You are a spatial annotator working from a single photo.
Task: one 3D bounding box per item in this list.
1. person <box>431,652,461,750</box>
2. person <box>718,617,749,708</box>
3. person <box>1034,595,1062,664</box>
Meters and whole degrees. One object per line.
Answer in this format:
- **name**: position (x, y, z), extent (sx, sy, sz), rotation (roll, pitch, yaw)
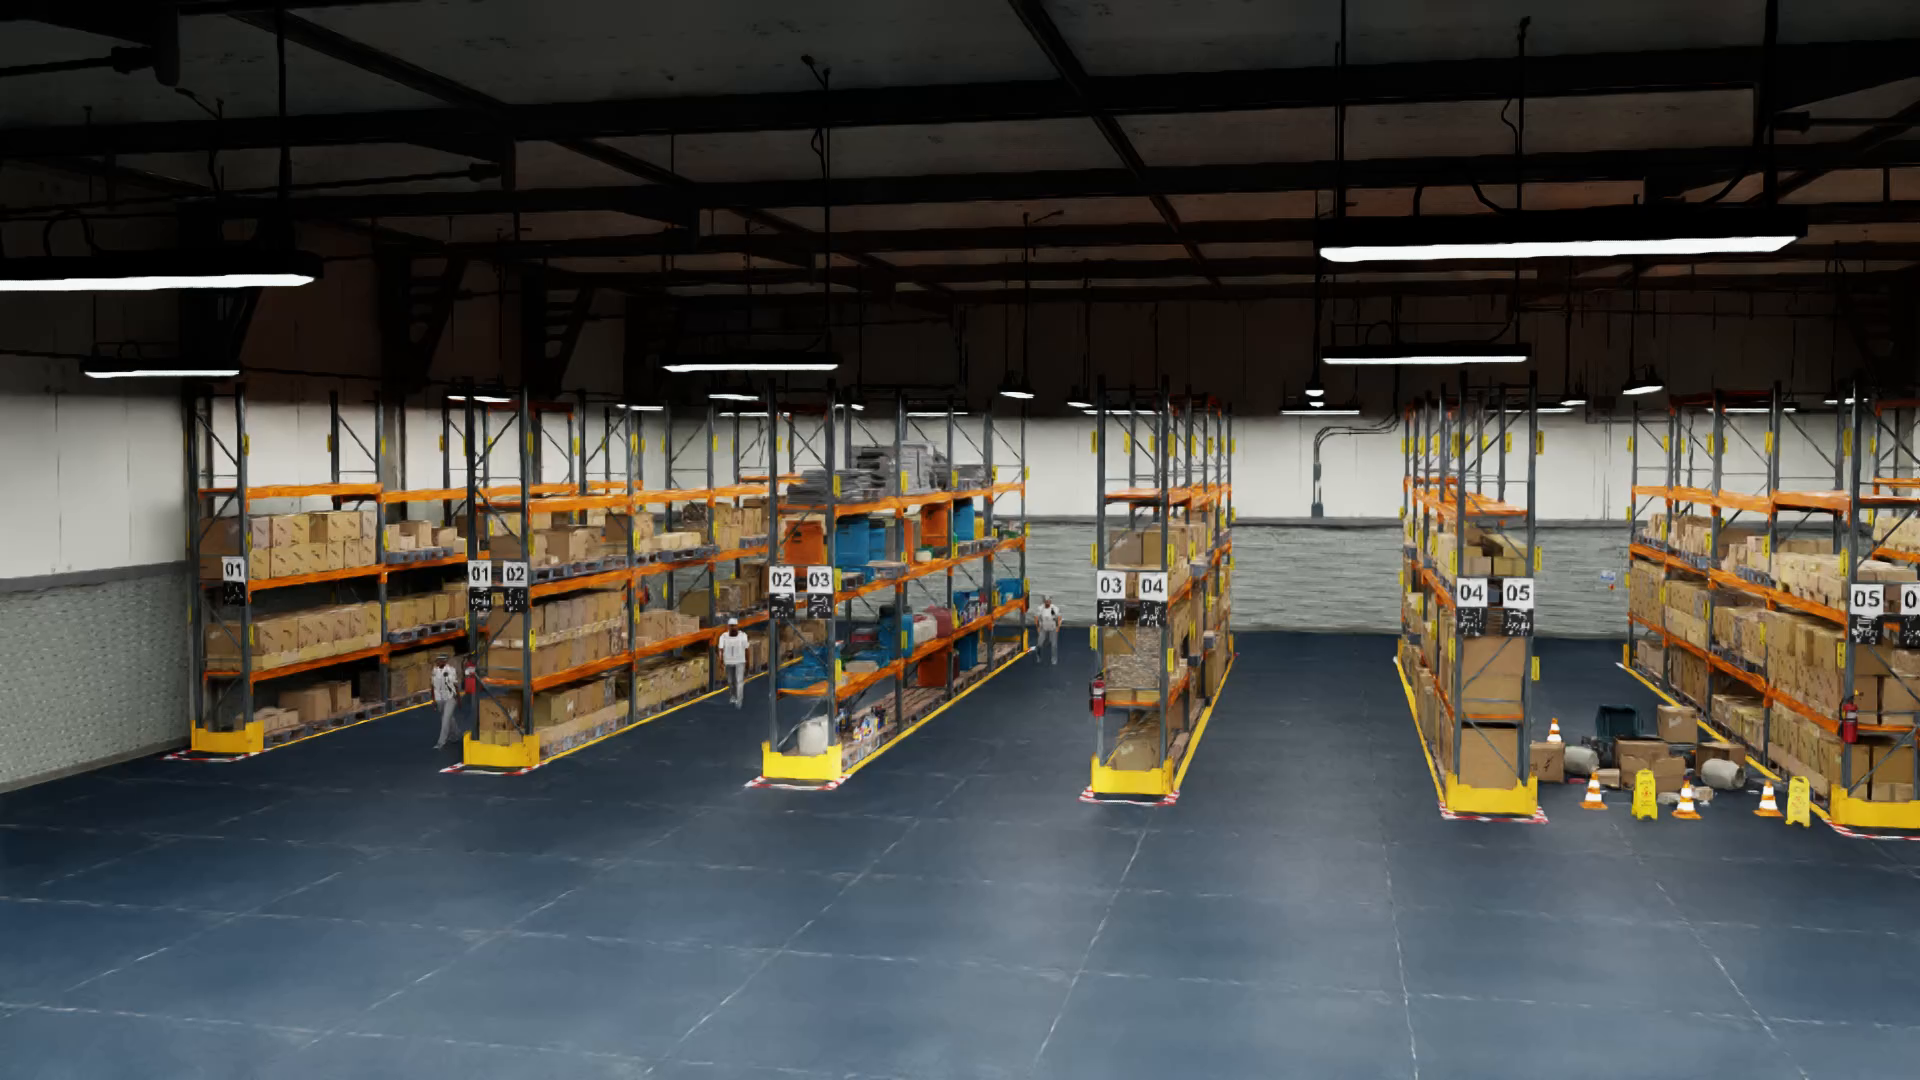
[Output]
- **person**: position (-8.524, 2.619, 27.474), extent (0.456, 1.589, 1.088), rotation (1, 3, 15)
- **person**: position (-4.327, 2.325, 31.737), extent (0.569, 1.709, 1.034), rotation (0, 3, 3)
- **person**: position (2.002, 2.039, 37.942), extent (0.625, 1.607, 0.575), rotation (1, 3, 10)
